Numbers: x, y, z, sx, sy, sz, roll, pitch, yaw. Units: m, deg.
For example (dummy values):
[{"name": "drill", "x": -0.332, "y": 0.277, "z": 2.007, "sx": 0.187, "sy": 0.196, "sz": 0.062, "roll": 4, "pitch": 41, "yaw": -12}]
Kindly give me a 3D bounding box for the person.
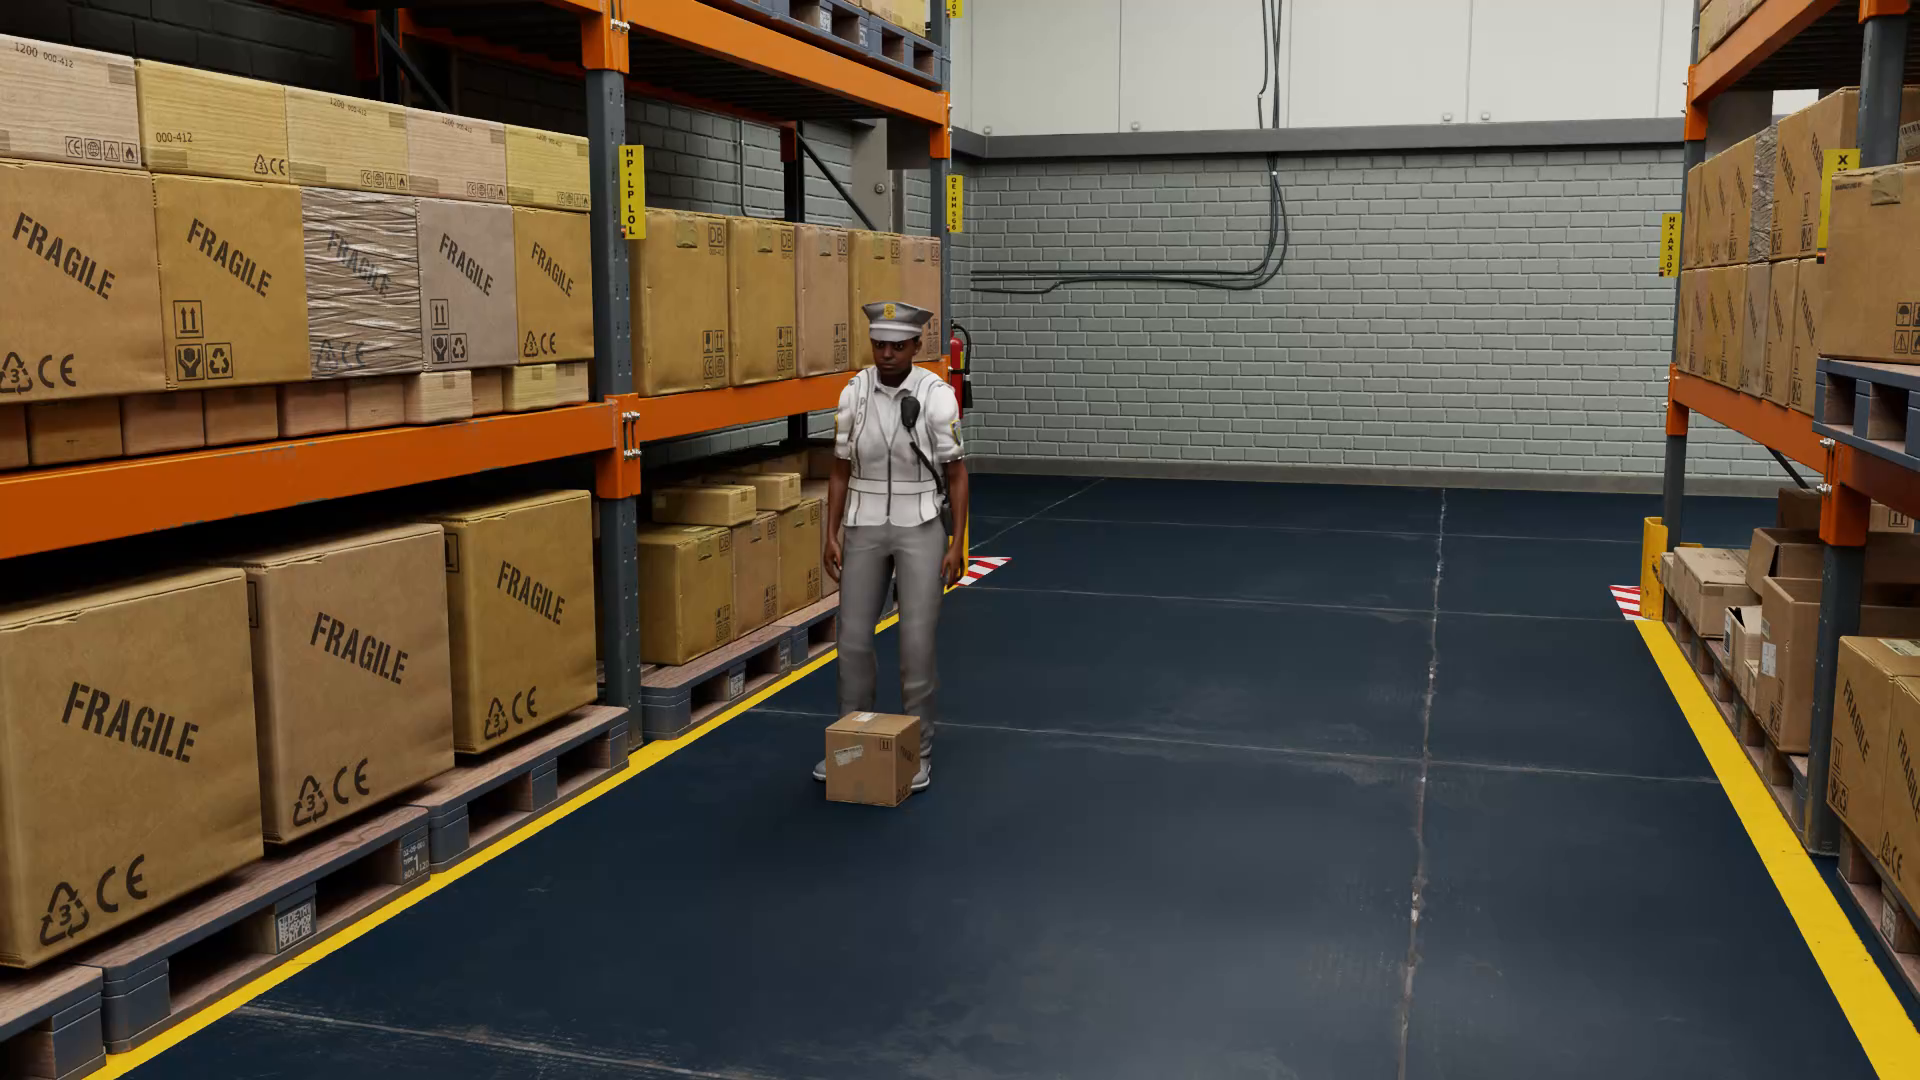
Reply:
[{"name": "person", "x": -0.239, "y": 0.012, "z": 5.745, "sx": 0.530, "sy": 1.664, "sz": 0.409, "roll": 2, "pitch": 9, "yaw": 13}]
